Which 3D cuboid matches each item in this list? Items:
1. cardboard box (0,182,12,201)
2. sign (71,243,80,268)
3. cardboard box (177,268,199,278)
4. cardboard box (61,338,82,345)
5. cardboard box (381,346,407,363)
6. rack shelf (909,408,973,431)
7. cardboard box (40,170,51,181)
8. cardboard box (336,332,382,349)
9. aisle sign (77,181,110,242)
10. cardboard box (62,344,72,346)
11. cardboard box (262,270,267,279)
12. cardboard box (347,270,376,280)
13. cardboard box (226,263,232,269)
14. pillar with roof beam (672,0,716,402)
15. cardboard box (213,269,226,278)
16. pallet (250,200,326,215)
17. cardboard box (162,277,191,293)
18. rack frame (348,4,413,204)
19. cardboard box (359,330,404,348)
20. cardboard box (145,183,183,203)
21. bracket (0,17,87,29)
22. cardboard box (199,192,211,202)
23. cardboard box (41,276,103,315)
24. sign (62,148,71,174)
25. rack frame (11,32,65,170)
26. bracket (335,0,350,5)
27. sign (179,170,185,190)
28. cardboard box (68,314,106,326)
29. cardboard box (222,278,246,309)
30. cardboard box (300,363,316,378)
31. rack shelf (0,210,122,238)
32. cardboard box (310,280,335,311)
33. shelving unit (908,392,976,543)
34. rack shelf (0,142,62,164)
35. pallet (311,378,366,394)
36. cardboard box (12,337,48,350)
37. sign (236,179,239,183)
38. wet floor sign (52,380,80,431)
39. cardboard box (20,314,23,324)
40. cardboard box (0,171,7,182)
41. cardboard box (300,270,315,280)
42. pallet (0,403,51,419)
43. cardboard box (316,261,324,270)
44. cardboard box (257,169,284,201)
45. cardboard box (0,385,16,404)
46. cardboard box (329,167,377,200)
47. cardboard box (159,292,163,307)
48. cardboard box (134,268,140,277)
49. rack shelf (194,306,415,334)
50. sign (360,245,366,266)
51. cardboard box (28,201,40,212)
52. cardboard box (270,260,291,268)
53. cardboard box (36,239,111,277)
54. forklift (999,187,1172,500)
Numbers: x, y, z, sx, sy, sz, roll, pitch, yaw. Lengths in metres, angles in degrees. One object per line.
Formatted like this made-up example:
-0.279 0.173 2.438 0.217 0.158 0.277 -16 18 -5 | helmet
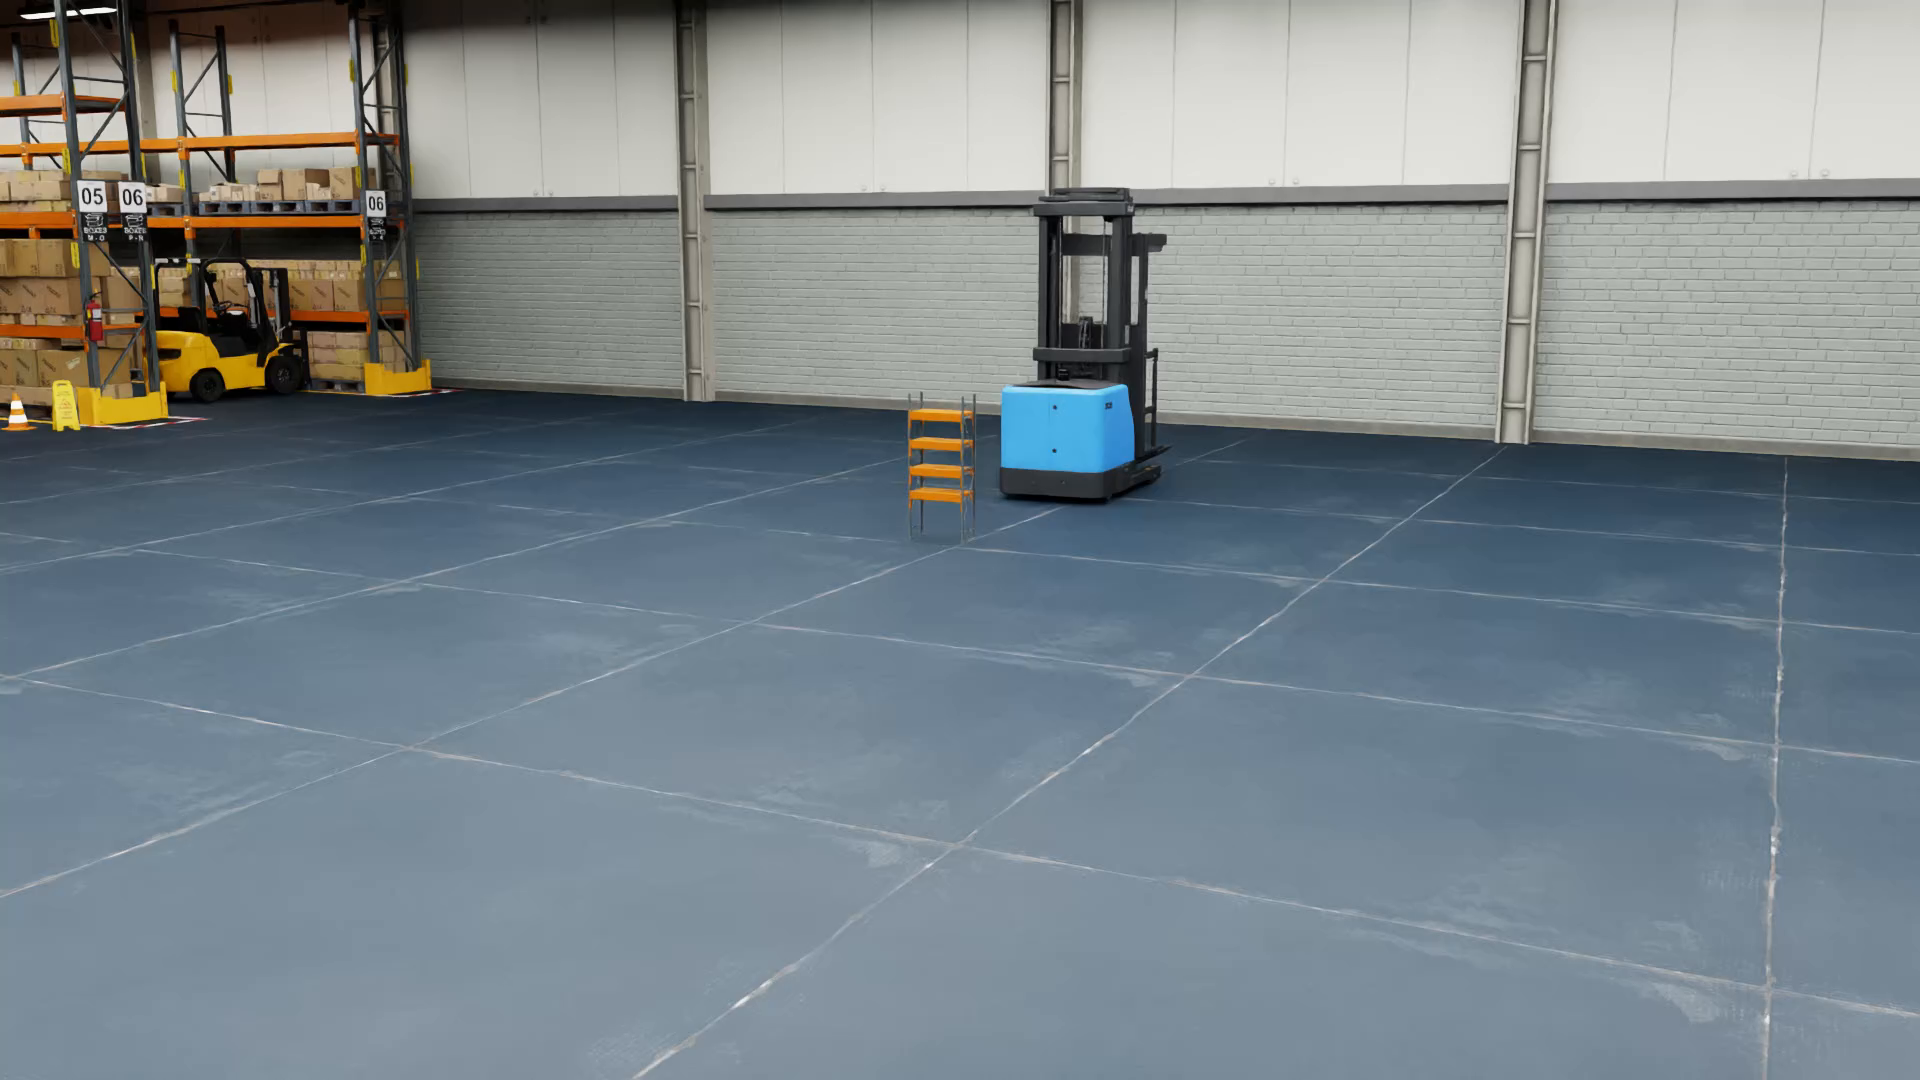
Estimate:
-12.839 -4.724 22.572 0.500 0.250 0.500 5 12 27 | cardboard box
-11.607 -3.736 21.813 0.005 0.325 0.100 5 11 26 | sign
-13.142 -4.566 28.435 0.250 0.149 0.380 5 12 28 | cardboard box
-15.771 -3.508 30.181 0.625 0.625 0.875 5 12 28 | cardboard box
-9.480 -3.061 27.358 0.500 0.250 0.500 5 12 27 | cardboard box
-0.148 -0.990 13.625 0.480 0.148 0.258 5 11 26 | rack shelf
-11.991 -4.849 22.143 0.250 0.149 0.380 5 12 27 | cardboard box
-9.701 -3.223 26.851 0.500 0.250 0.500 5 12 28 | cardboard box
-11.416 -4.326 21.911 0.004 0.787 0.394 5 11 26 | aisle sign
-12.883 -2.512 23.621 0.500 0.500 0.500 5 12 27 | cardboard box
-11.433 -4.402 27.529 0.250 0.149 0.380 5 11 24 | cardboard box
-9.585 -4.242 26.644 0.250 0.149 0.380 5 11 27 | cardboard box
-12.076 -4.624 27.918 0.250 0.149 0.380 5 11 25 | cardboard box
-5.900 -5.882 20.960 0.400 9.000 9.100 5 11 26 | pillar with roof beam
-12.335 -4.487 28.000 0.250 0.149 0.380 5 12 27 | cardboard box
-10.871 -5.479 27.409 1.213 0.211 1.003 5 11 26 | pallet
-13.291 -4.376 28.506 0.500 0.250 0.500 5 11 25 | cardboard box
-9.150 -6.843 26.273 0.127 3.000 1.000 5 11 26 | rack frame
-9.497 -3.305 27.302 0.500 0.250 0.500 5 11 25 | cardboard box
-13.494 -5.912 28.344 0.500 0.311 0.500 5 11 24 | cardboard box
-17.596 -9.465 30.653 4.783 0.066 0.076 5 11 26 | bracket
-12.469 -5.731 27.795 0.250 0.149 0.380 5 12 27 | cardboard box
-11.952 -3.292 22.383 0.500 0.500 0.500 5 11 25 | cardboard box
-11.607 -4.923 21.599 0.005 0.325 0.100 5 11 26 | sign
-16.324 -7.474 29.756 0.127 3.000 1.000 5 11 26 | rack frame
-9.905 -8.789 26.919 0.430 0.232 0.235 5 11 26 | bracket
-12.969 -6.004 27.725 0.005 0.325 0.100 5 11 26 | sign
-11.773 -2.970 22.422 0.250 0.149 0.380 5 12 28 | cardboard box
-11.980 -4.140 27.904 0.500 0.500 0.500 5 12 27 | cardboard box
-10.598 -2.813 27.391 0.500 0.250 0.500 5 11 26 | cardboard box
-13.137 -4.378 23.093 4.000 0.370 1.077 5 11 26 | rack shelf
-10.169 -3.980 27.015 0.500 0.500 0.500 5 12 28 | cardboard box
-0.148 -0.603 13.695 0.503 1.200 0.258 5 11 26 | shelving unit
-18.118 -7.080 30.727 4.000 0.370 1.077 5 11 26 | rack shelf
-9.854 -2.573 27.352 1.213 0.211 1.003 5 11 26 | pallet
-12.760 -2.700 22.840 0.250 0.149 0.380 5 12 27 | cardboard box
-12.493 -6.064 28.719 0.005 0.325 0.100 5 11 26 | sign
-11.646 -1.754 21.608 0.267 0.644 0.232 -10 14 -43 | wet floor sign
-12.682 -3.054 22.886 0.250 0.149 0.380 5 11 27 | cardboard box
-12.872 -4.939 22.644 0.250 0.149 0.380 5 11 24 | cardboard box
-10.511 -4.323 27.089 0.250 0.149 0.380 5 11 24 | cardboard box
-13.214 -1.898 23.624 1.213 0.211 1.003 5 11 26 | pallet
-10.236 -4.463 27.028 0.250 0.149 0.380 5 11 26 | cardboard box
-11.037 -5.819 27.285 0.637 0.503 0.797 5 12 28 | cardboard box
-13.120 -2.055 23.203 0.500 0.250 0.500 5 11 24 | cardboard box
-9.655 -5.668 26.463 0.500 0.500 0.500 5 12 28 | cardboard box
-13.758 -4.169 28.765 0.500 0.250 0.500 5 11 25 | cardboard box
-14.079 -4.642 28.851 0.250 0.149 0.380 5 11 24 | cardboard box
-10.944 -3.695 27.742 4.000 0.370 1.077 5 11 26 | rack shelf
-9.403 -4.492 26.210 0.005 0.325 0.100 5 11 26 | sign
-12.248 -4.475 22.315 0.250 0.149 0.380 5 12 28 | cardboard box
-11.161 -4.543 27.472 0.250 0.149 0.380 5 11 26 | cardboard box
-11.898 -3.791 22.331 0.500 0.500 0.700 5 11 24 | cardboard box
1.420 -2.037 16.757 1.130 2.935 3.031 4 11 23 | forklift
